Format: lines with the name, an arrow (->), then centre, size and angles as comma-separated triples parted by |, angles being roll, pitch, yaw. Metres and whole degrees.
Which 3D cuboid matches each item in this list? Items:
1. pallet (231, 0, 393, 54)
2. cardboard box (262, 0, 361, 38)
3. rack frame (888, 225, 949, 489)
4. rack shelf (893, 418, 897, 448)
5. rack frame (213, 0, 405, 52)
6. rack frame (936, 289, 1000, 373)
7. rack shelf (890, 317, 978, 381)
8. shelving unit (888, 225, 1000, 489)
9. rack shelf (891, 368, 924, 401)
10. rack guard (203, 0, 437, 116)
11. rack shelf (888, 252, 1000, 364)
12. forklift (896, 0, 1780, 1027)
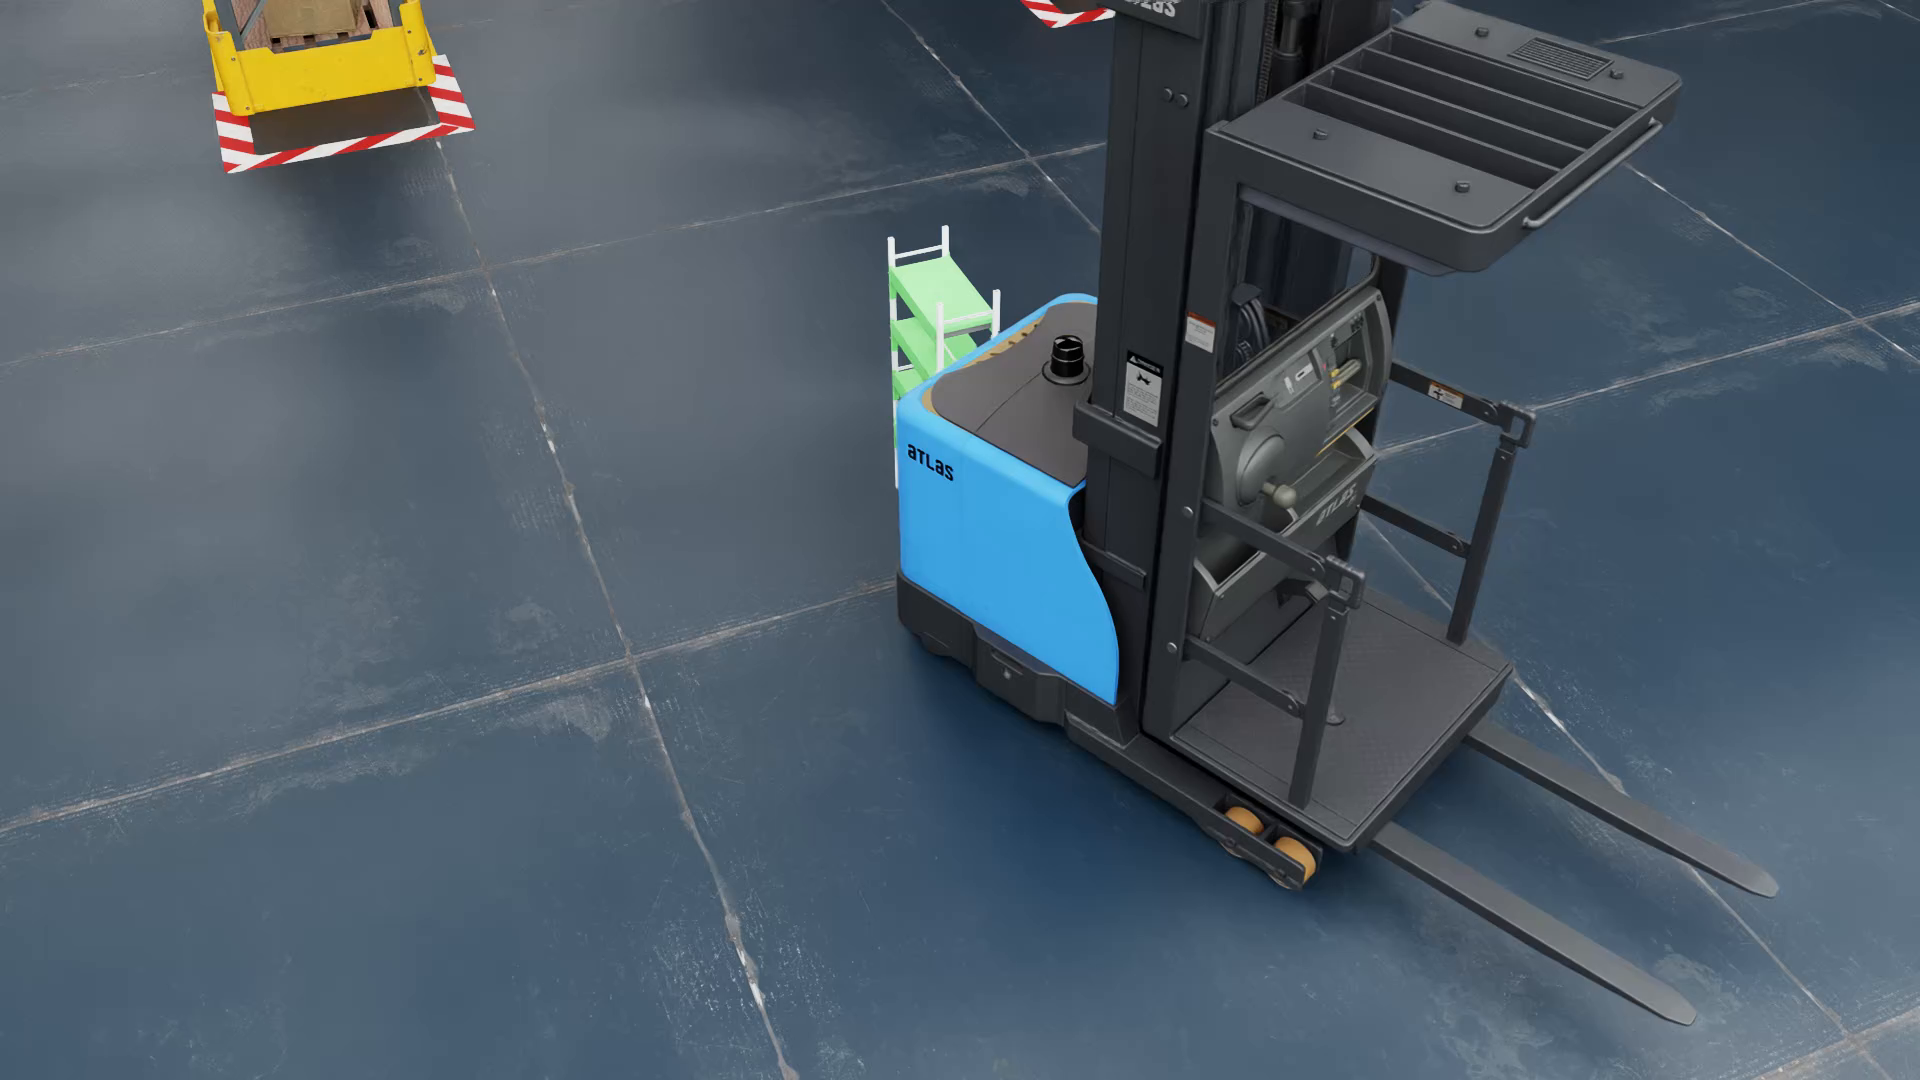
pallet -> -3.997, -3.260, 10.379 | 1.003, 0.211, 1.213 | -15, 43, -17
cardboard box -> -3.913, -3.365, 9.958 | 0.500, 0.500, 0.500 | -8, 41, -9
rack frame -> -0.157, -0.702, 6.646 | 0.240, 1.200, 0.015 | -15, 43, -17
rack shelf -> -0.064, -0.324, 6.673 | 0.258, 0.148, 0.480 | -15, 43, -17
rack frame -> -3.690, -3.773, 8.837 | 1.000, 3.000, 0.127 | -15, 43, -17
rack frame -> 0.030, -0.408, 6.304 | 0.240, 1.200, 0.015 | -15, 43, -17
rack shelf -> -0.064, -0.688, 6.360 | 0.258, 0.148, 0.480 | -15, 43, -17
shelving unit -> -0.064, -0.555, 6.475 | 0.258, 1.200, 0.503 | -15, 43, -17
rack shelf -> -0.064, -0.506, 6.517 | 0.258, 0.148, 0.480 | -15, 43, -17
rack guard -> -3.719, -2.871, 9.706 | 1.175, 0.500, 0.348 | -15, 43, -17
rack shelf -> -0.064, -0.870, 6.204 | 0.258, 0.148, 0.480 | -15, 43, -17
forklift -> 1.197, -0.366, 4.927 | 3.031, 2.935, 1.130 | 30, 49, 30
